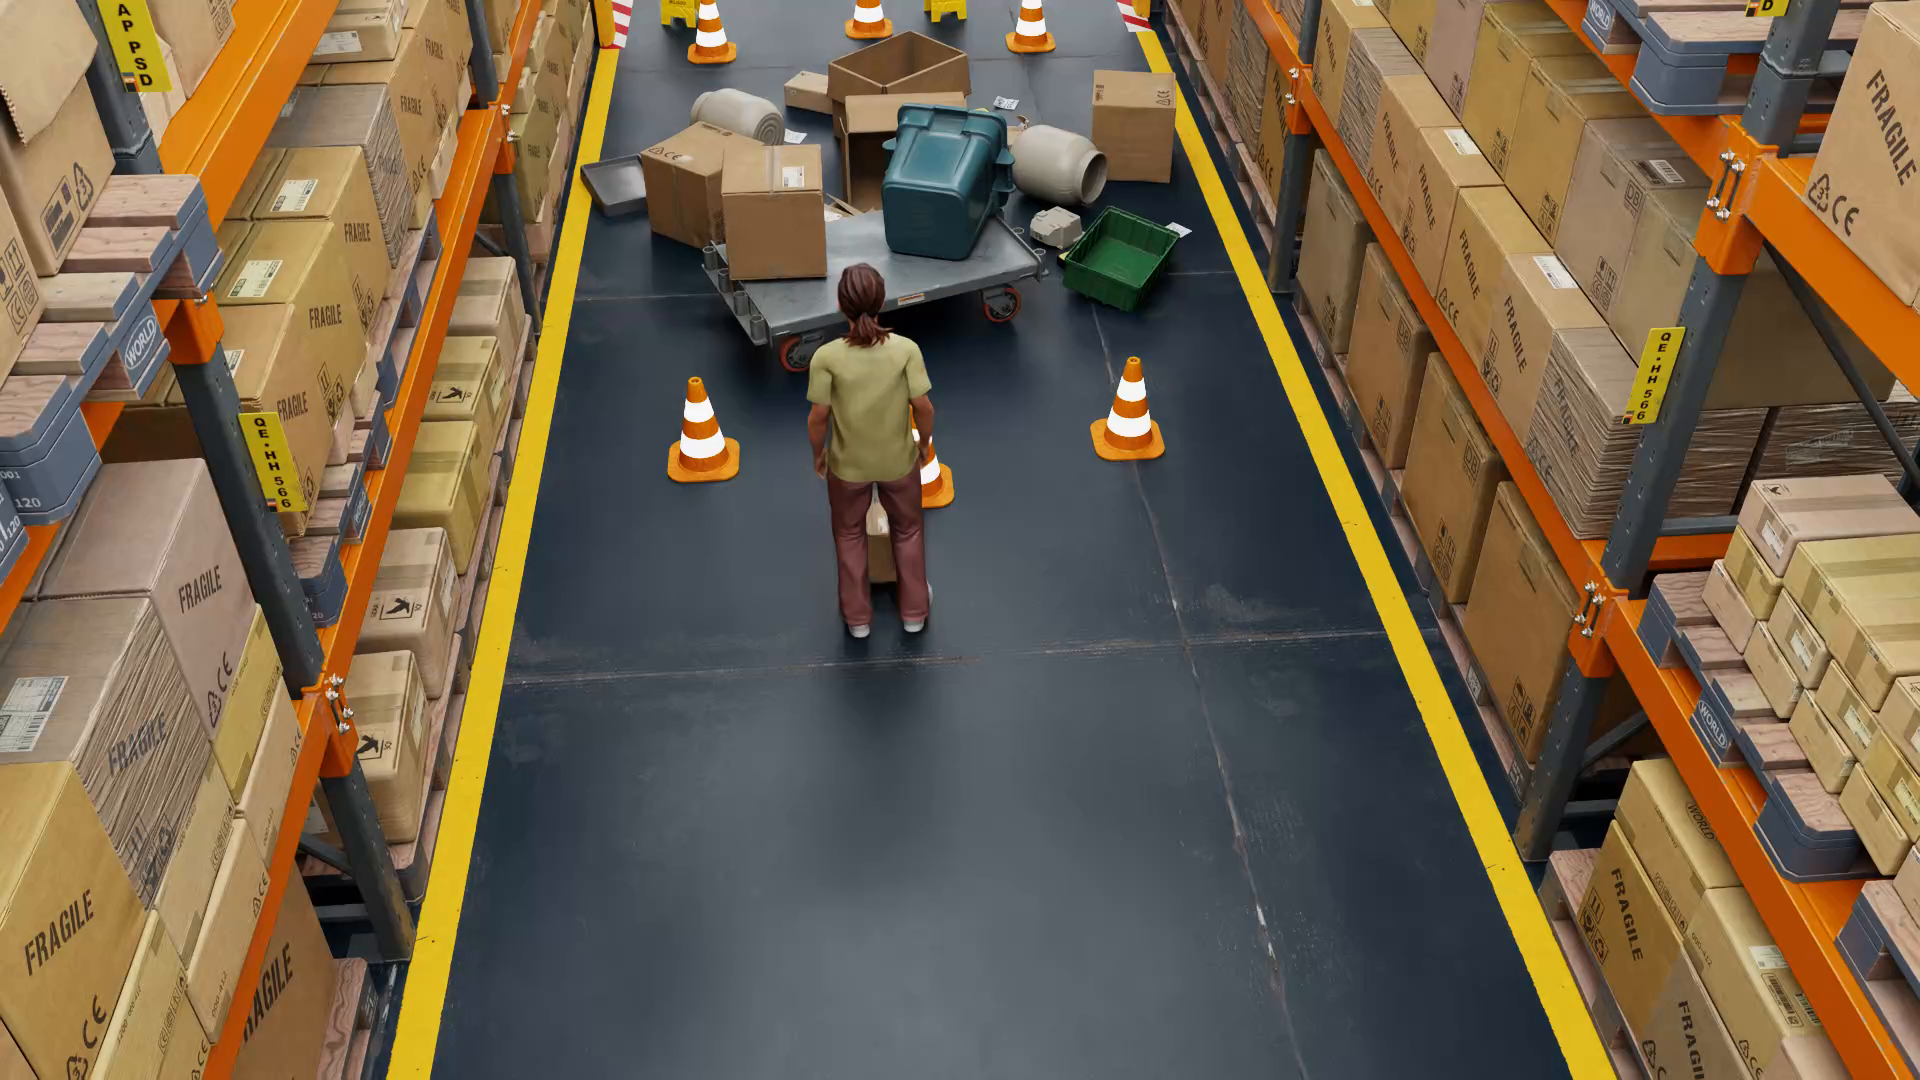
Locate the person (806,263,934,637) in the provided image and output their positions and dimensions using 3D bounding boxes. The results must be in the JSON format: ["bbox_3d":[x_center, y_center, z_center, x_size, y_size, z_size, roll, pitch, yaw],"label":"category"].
[{"bbox_3d":[-0.347,-0.317,6.543,0.489,1.674,0.356,-4,39,-5],"label":"person"}]
